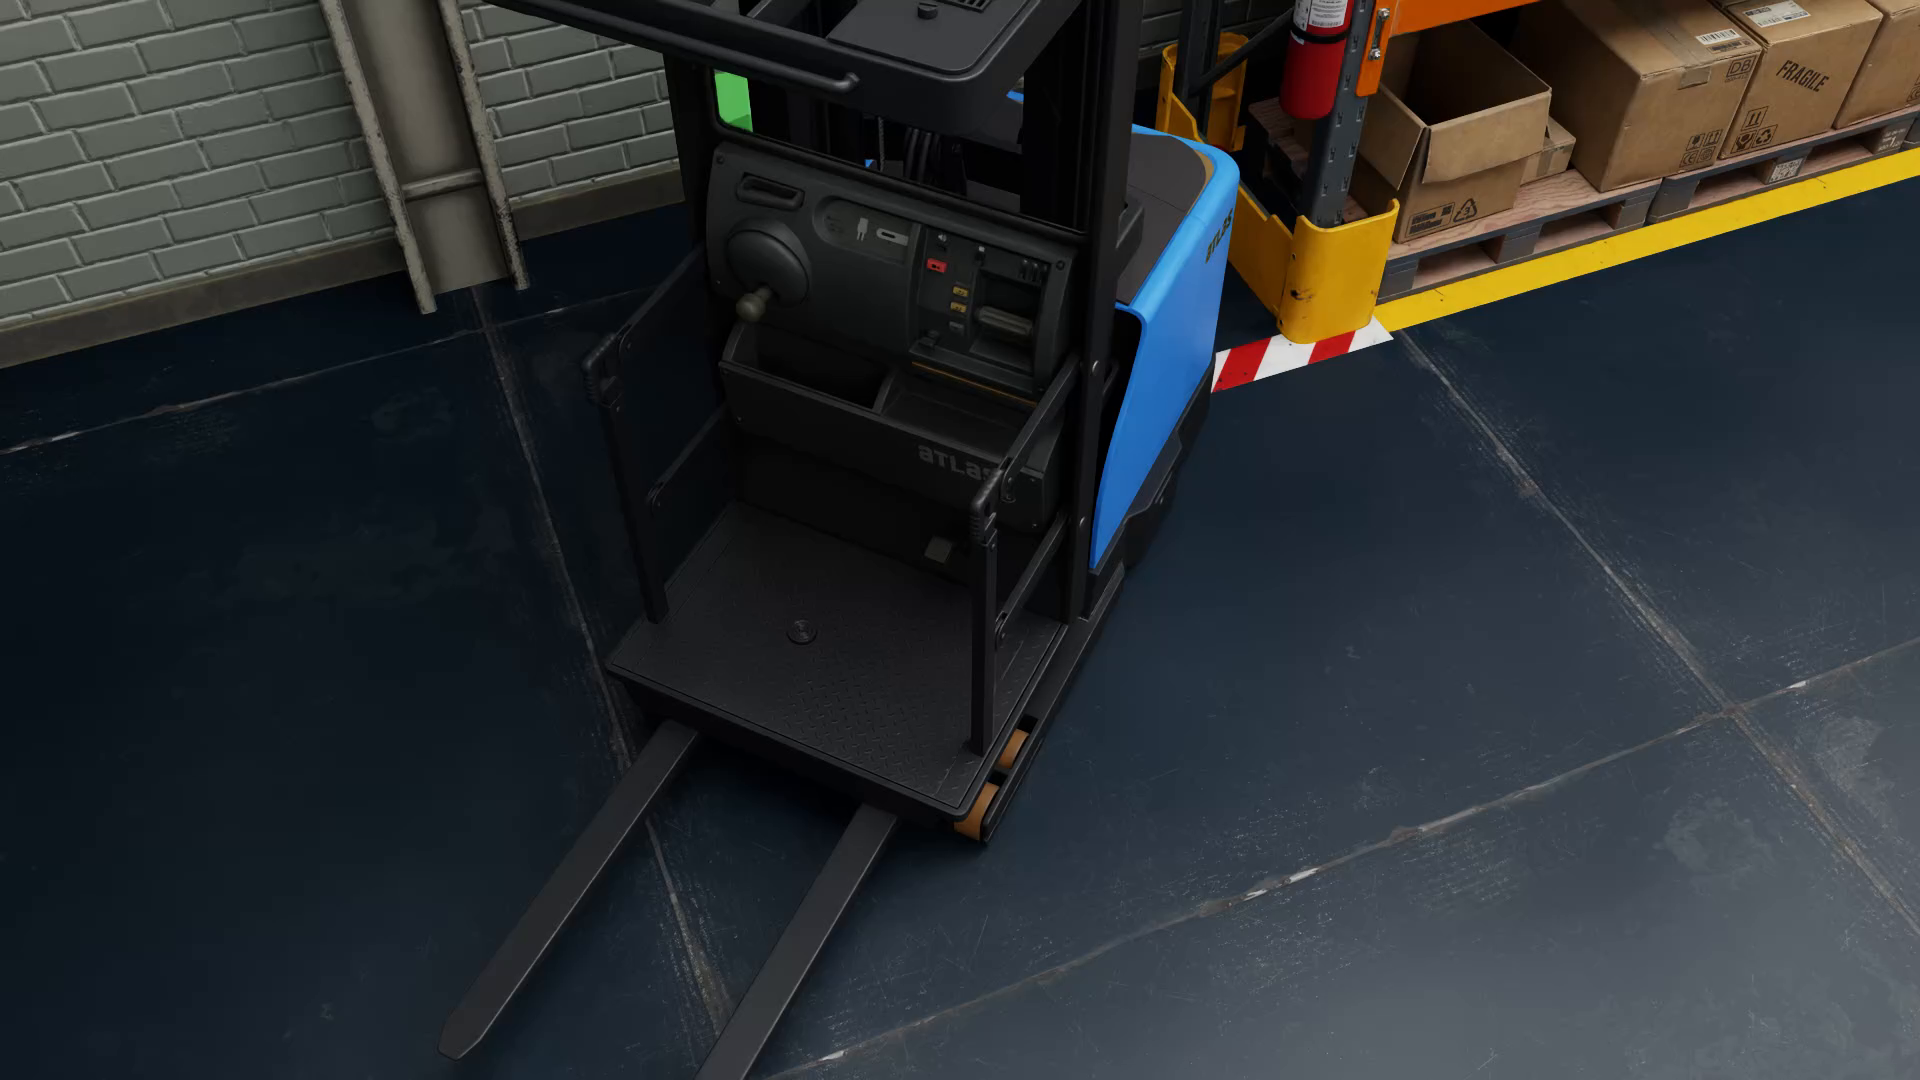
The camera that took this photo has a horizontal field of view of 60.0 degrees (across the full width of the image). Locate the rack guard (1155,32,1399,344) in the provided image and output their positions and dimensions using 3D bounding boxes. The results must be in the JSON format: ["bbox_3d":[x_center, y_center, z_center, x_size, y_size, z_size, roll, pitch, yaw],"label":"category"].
[{"bbox_3d":[1.108,-1.295,6.032,0.348,0.500,1.175,-17,52,-14],"label":"rack guard"}]

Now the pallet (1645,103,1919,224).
[{"bbox_3d":[2.973,-1.777,6.637,1.213,0.211,1.003,-17,52,-14],"label":"pallet"}]

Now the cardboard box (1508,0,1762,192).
[{"bbox_3d":[2.445,-1.737,6.135,0.500,0.500,0.700,-15,51,-13],"label":"cardboard box"}]

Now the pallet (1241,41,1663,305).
[{"bbox_3d":[1.845,-1.430,6.339,1.213,0.211,1.003,-17,52,-14],"label":"pallet"}]

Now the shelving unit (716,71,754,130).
[{"bbox_3d":[-0.598,-1.064,5.372,0.503,1.200,0.258,-25,54,-20],"label":"shelving unit"}]

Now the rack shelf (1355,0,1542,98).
[{"bbox_3d":[2.889,-2.427,5.831,4.000,0.370,1.077,-17,52,-14],"label":"rack shelf"}]

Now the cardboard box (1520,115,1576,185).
[{"bbox_3d":[2.047,-1.499,6.162,0.250,0.149,0.380,-19,52,-16],"label":"cardboard box"}]

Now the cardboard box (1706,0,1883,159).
[{"bbox_3d":[2.973,-1.818,6.205,0.500,0.500,0.500,-16,51,-14],"label":"cardboard box"}]

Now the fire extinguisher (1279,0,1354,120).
[{"bbox_3d":[1.076,-1.574,4.921,0.183,0.674,0.296,-17,52,-14],"label":"fire extinguisher"}]

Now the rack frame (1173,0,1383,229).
[{"bbox_3d":[1.037,-2.087,5.065,0.127,3.000,1.000,-17,52,-14],"label":"rack frame"}]

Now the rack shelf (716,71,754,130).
[{"bbox_3d":[-0.599,-1.336,5.057,0.480,0.148,0.258,-25,54,-20],"label":"rack shelf"}]

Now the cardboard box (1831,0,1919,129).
[{"bbox_3d":[3.406,-2.034,6.391,0.500,0.500,0.700,-19,52,-16],"label":"cardboard box"}]

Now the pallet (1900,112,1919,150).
[{"bbox_3d":[4.104,-2.130,6.940,1.213,0.211,1.003,-17,52,-14],"label":"pallet"}]

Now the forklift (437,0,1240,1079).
[{"bbox_3d":[-0.274,-0.528,3.771,1.130,2.935,3.031,20,52,17],"label":"forklift"}]

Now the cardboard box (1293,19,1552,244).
[{"bbox_3d":[1.639,-1.520,5.947,0.637,0.503,0.797,-19,52,-16],"label":"cardboard box"}]
